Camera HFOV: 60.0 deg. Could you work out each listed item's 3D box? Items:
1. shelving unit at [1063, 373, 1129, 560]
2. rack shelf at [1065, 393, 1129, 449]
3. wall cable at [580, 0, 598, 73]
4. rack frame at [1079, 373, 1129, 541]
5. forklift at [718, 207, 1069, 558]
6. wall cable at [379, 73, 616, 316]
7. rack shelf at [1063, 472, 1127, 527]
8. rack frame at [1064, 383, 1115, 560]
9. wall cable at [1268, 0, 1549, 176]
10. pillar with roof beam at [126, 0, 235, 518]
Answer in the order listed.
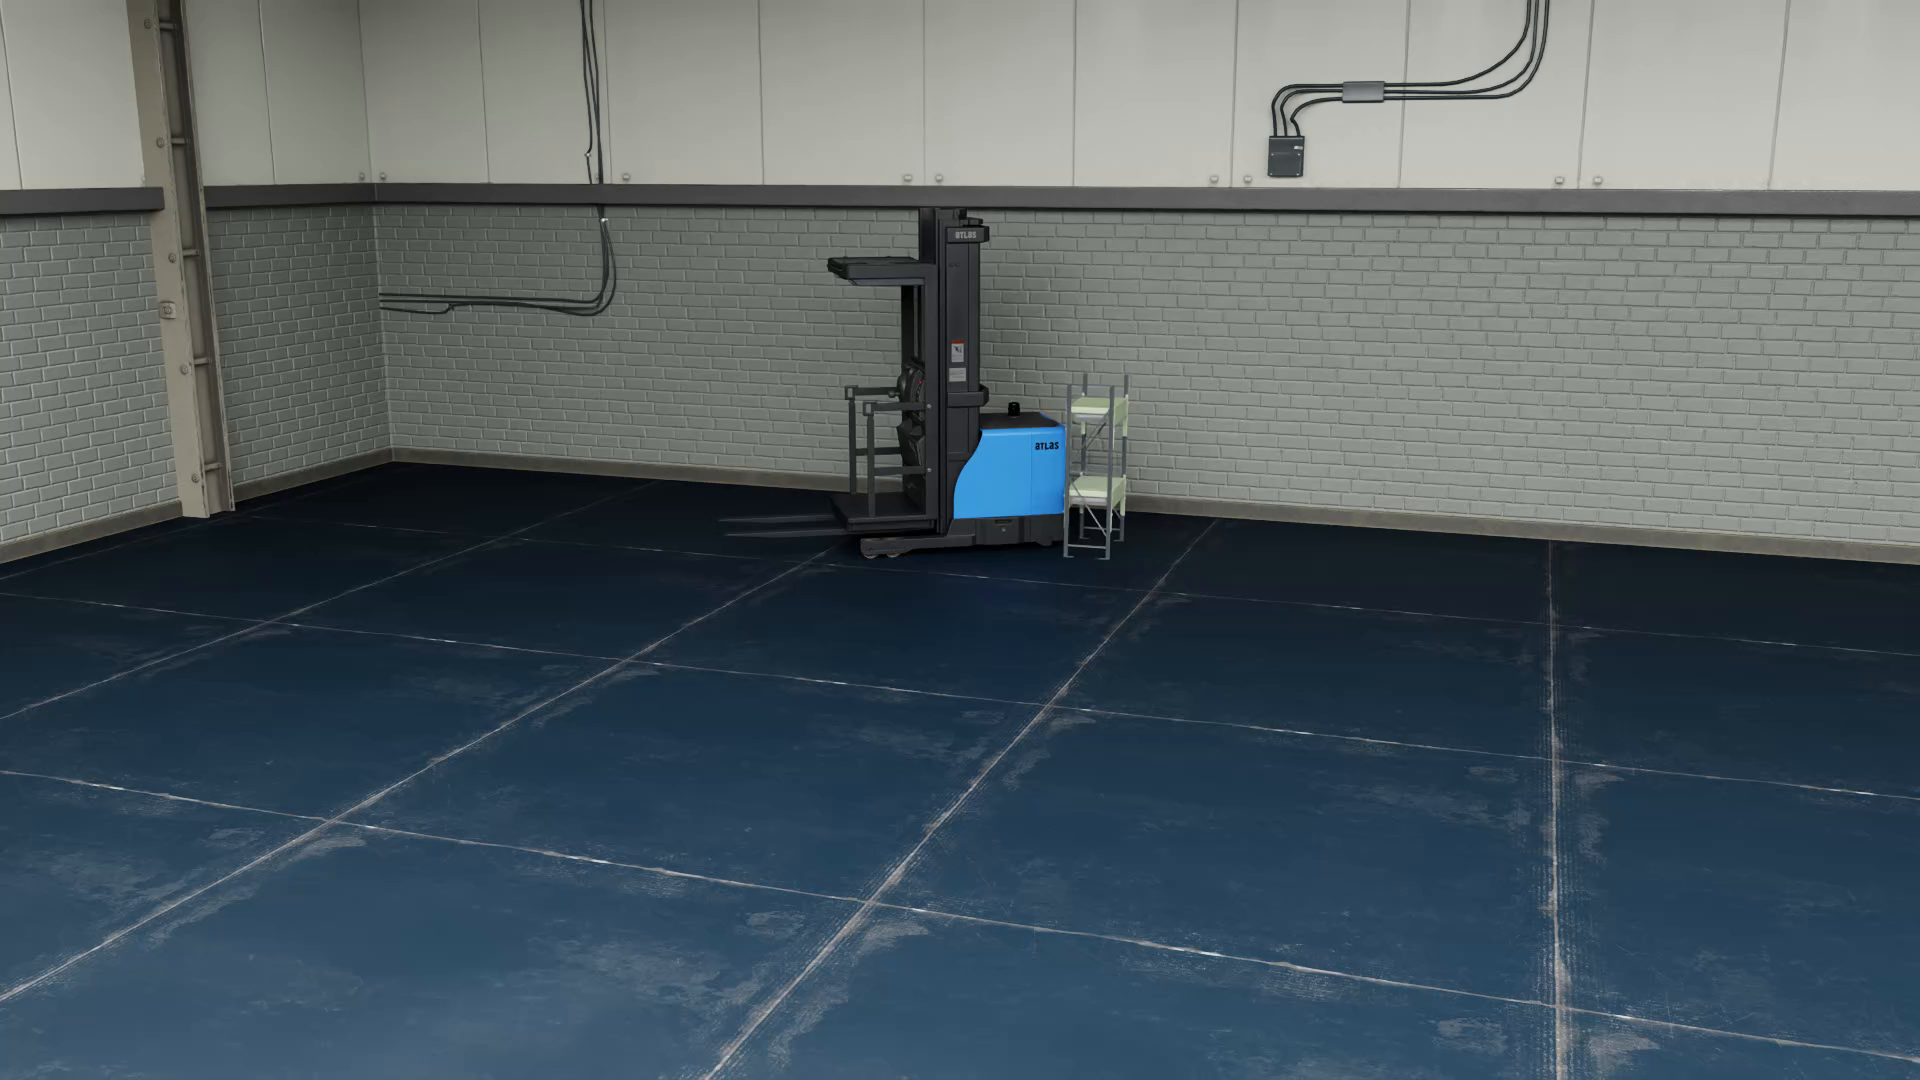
[{"bbox_3d":[1.187,-0.654,14.476,0.431,1.500,0.755,4,13,14],"label":"shelving unit"},{"bbox_3d":[1.190,-1.034,14.388,0.431,0.370,0.720,4,13,14],"label":"rack shelf"},{"bbox_3d":[-2.532,-5.929,16.370,3.097,2.526,0.112,4,14,18],"label":"wall cable"},{"bbox_3d":[1.281,-0.733,14.821,0.400,1.500,0.023,4,13,14],"label":"rack frame"},{"bbox_3d":[-0.608,-1.399,14.529,3.031,2.935,1.130,-3,13,-12],"label":"forklift"},{"bbox_3d":[-5.092,-3.661,17.785,3.097,2.526,0.112,4,14,18],"label":"wall cable"},{"bbox_3d":[1.185,-0.336,14.549,0.431,0.370,0.720,4,13,14],"label":"rack shelf"},{"bbox_3d":[1.094,-0.575,14.131,0.400,1.500,0.023,4,13,14],"label":"rack frame"},{"bbox_3d":[3.886,-6.146,14.052,2.305,6.003,0.169,4,14,18],"label":"wall cable"},{"bbox_3d":[-3.223,-4.340,13.781,9.100,9.000,0.400,4,14,18],"label":"pillar with roof beam"}]
